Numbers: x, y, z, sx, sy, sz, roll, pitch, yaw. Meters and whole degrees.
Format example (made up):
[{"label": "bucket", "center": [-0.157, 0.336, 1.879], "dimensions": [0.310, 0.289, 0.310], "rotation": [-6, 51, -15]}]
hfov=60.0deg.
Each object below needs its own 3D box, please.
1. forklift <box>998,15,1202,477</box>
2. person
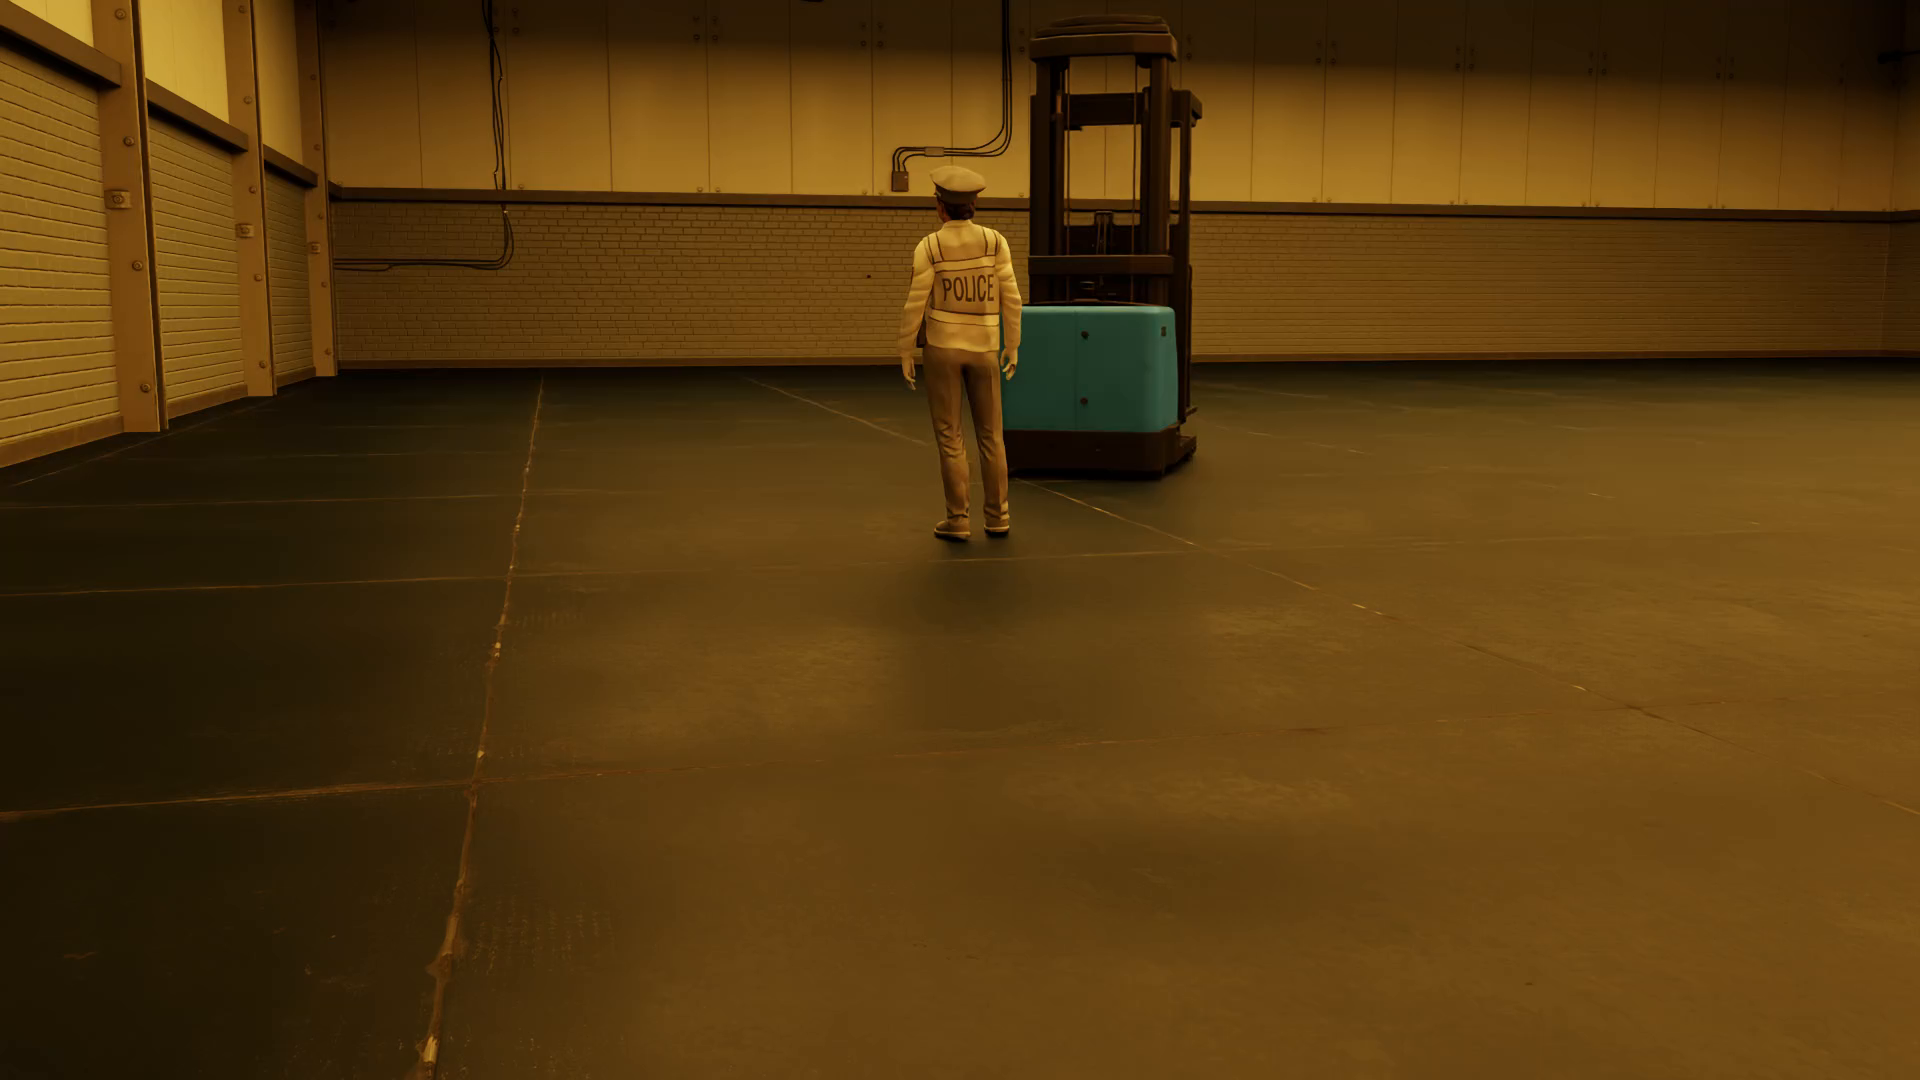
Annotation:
[{"label": "forklift", "center": [1.075, -2.021, 11.565], "dimensions": [1.130, 2.935, 3.031], "rotation": [2, 8, 14]}, {"label": "person", "center": [-0.009, -0.856, 7.657], "dimensions": [0.586, 1.694, 0.530], "rotation": [-2, 8, -13]}]
